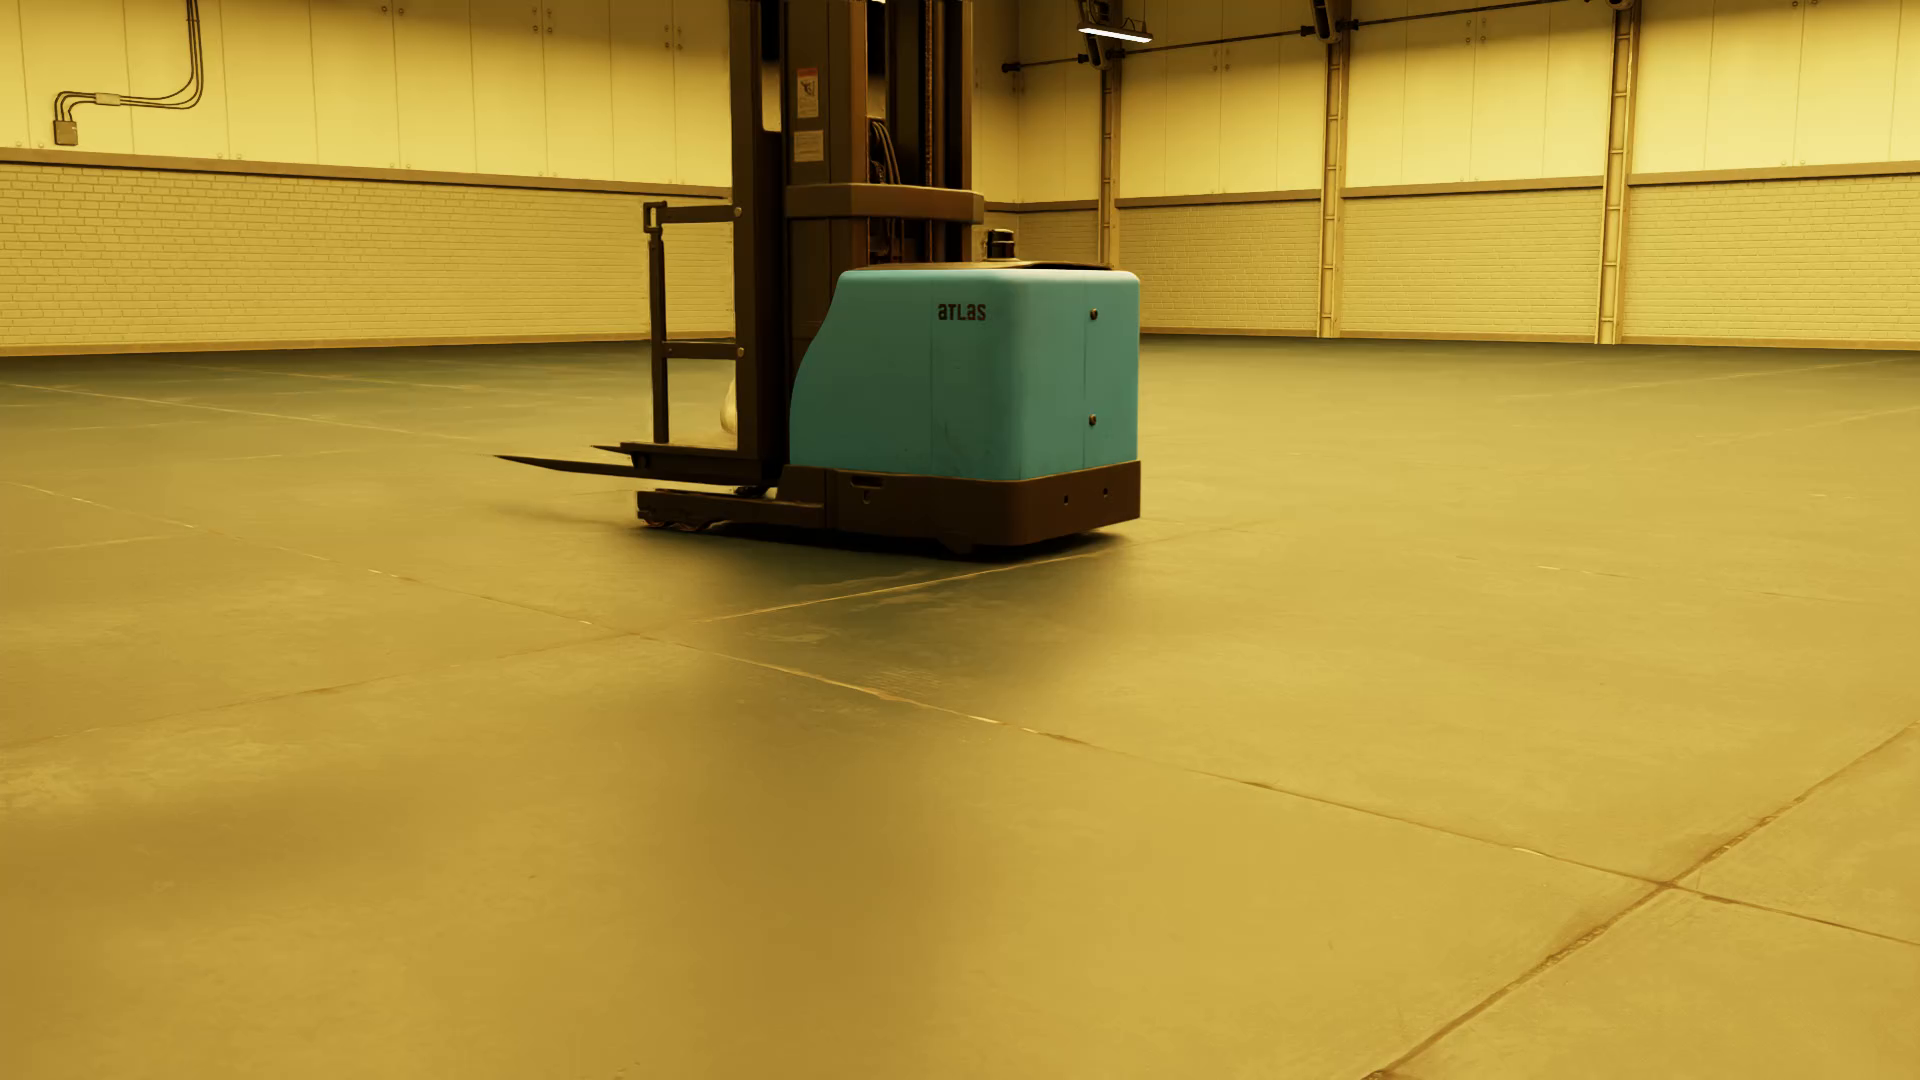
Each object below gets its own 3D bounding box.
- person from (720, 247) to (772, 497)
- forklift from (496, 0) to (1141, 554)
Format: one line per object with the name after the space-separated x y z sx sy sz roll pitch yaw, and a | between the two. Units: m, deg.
-0.621 -0.958 7.621 0.968 1.551 0.818 -2 9 -16 | person
-0.760 -1.541 7.107 3.031 2.935 1.130 6 10 34 | forklift
